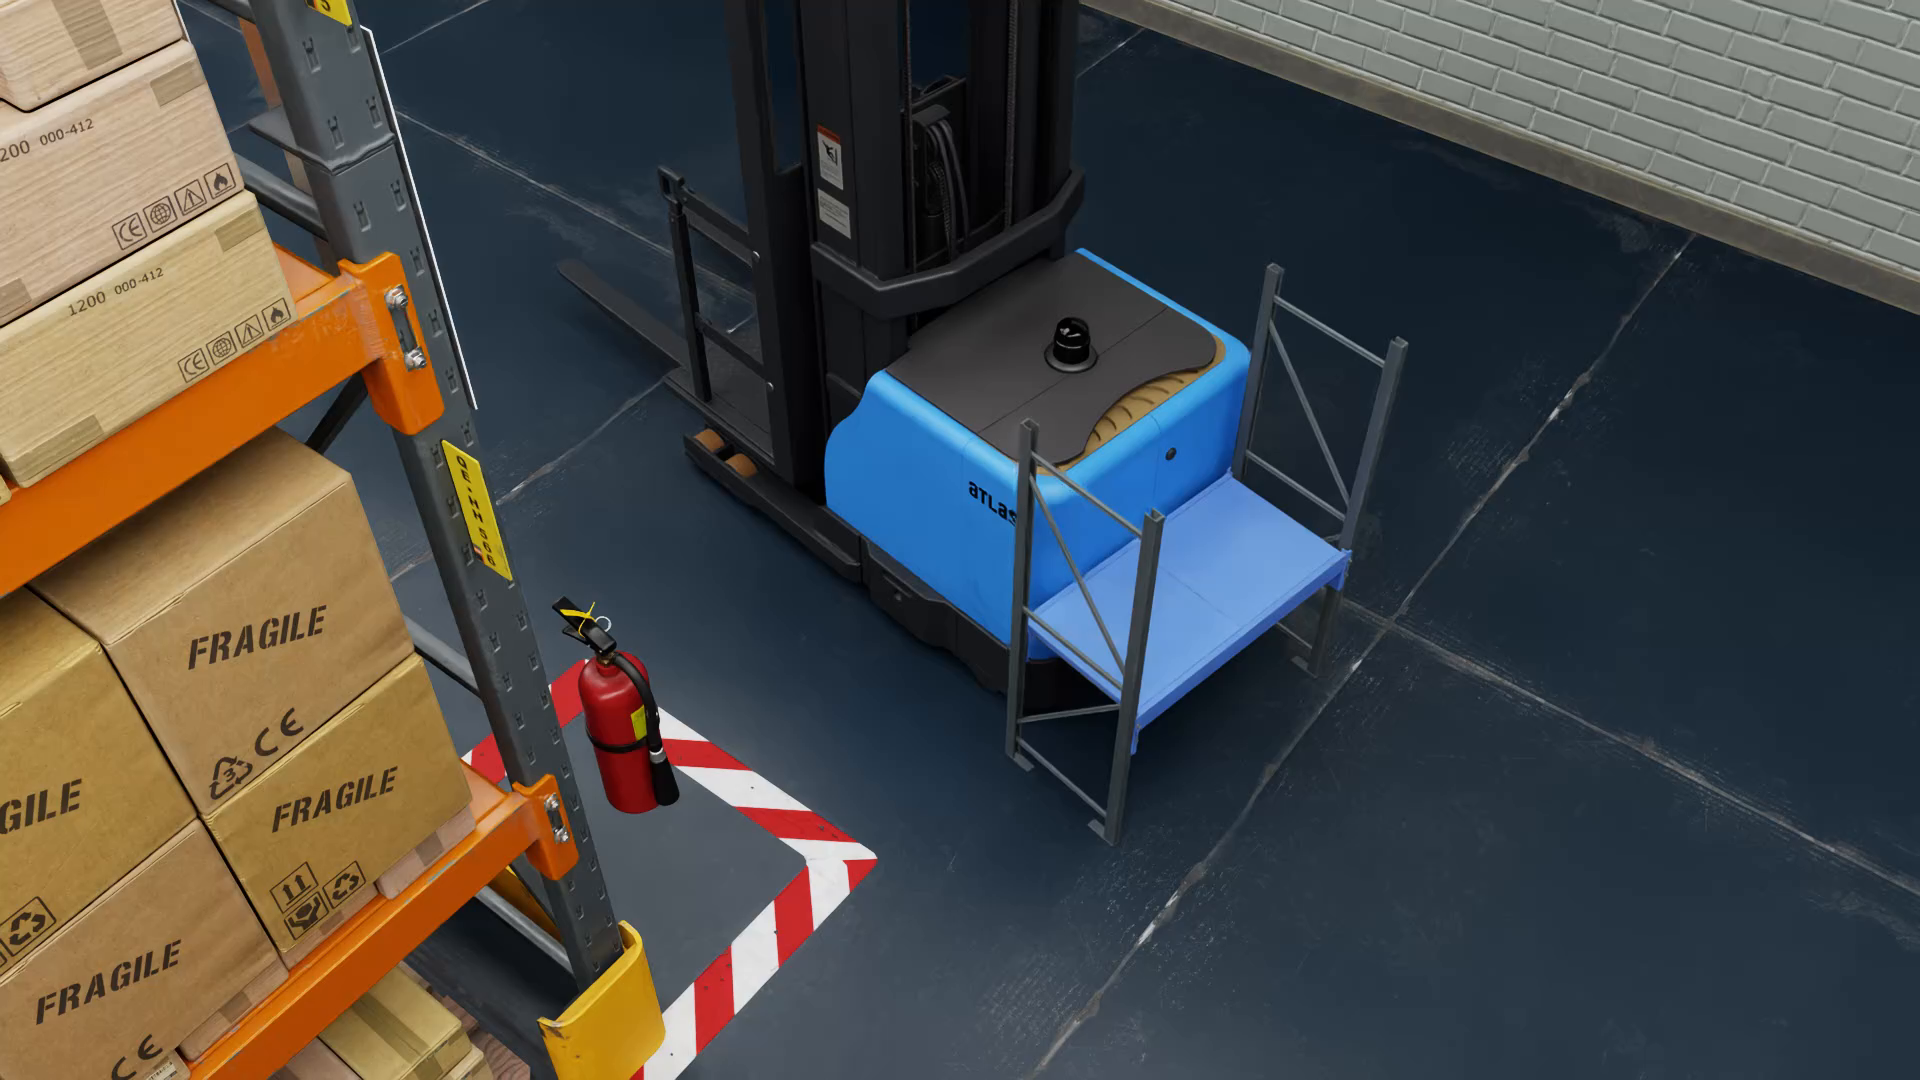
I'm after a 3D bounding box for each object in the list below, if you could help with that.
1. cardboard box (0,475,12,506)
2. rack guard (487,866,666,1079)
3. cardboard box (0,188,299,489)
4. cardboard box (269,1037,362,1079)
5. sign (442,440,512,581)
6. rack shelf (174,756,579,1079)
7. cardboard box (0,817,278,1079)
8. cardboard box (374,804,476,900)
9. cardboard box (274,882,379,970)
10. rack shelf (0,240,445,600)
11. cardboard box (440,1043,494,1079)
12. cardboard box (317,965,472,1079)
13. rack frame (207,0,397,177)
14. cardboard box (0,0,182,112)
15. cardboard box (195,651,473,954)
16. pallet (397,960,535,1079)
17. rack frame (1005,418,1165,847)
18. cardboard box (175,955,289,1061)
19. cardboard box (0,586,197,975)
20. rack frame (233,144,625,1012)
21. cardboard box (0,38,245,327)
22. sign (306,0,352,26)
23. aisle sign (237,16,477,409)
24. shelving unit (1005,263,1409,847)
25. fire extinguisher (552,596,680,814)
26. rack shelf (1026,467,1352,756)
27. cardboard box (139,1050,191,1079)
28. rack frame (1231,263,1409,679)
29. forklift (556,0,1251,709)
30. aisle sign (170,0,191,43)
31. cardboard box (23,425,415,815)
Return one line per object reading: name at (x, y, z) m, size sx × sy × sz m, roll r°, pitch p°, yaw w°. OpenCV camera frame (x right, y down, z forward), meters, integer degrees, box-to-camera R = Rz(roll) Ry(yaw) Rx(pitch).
cardboard box at (-1.732, -0.113, 2.313) m, size 0.500 × 0.250 × 0.500 m, roll 29°, pitch 53°, yaw 25°
rack guard at (-1.403, 1.106, 4.848) m, size 1.175 × 0.500 × 0.348 m, roll 29°, pitch 53°, yaw 25°
cardboard box at (-1.425, -0.408, 2.595) m, size 0.500 × 0.250 × 0.500 m, roll 28°, pitch 52°, yaw 24°
cardboard box at (-1.679, 1.367, 4.140) m, size 0.380 × 0.149 × 0.250 m, roll 30°, pitch 53°, yaw 26°
sign at (-0.930, -0.053, 3.207) m, size 0.100 × 0.325 × 0.005 m, roll 29°, pitch 53°, yaw 25°
rack shelf at (-2.579, 1.592, 3.152) m, size 1.077 × 0.370 × 4.000 m, roll 29°, pitch 53°, yaw 25°
cardboard box at (-1.747, 0.725, 3.208) m, size 0.500 × 0.500 × 0.500 m, roll 28°, pitch 53°, yaw 24°
cardboard box at (-1.332, 0.597, 3.779) m, size 0.380 × 0.149 × 0.250 m, roll 29°, pitch 53°, yaw 25°
cardboard box at (-1.514, 0.723, 3.658) m, size 0.380 × 0.149 × 0.250 m, roll 29°, pitch 53°, yaw 25°
rack shelf at (-2.579, 0.556, 2.068) m, size 1.077 × 0.370 × 4.000 m, roll 29°, pitch 53°, yaw 25°
cardboard box at (-1.453, 1.364, 4.348) m, size 0.380 × 0.149 × 0.250 m, roll 28°, pitch 52°, yaw 24°
cardboard box at (-1.480, 1.248, 4.253) m, size 0.380 × 0.149 × 0.250 m, roll 30°, pitch 53°, yaw 25°
rack frame at (-1.357, -1.873, 1.816) m, size 1.000 × 3.000 × 0.127 m, roll 29°, pitch 53°, yaw 25°
cardboard box at (-1.327, -0.775, 2.324) m, size 0.380 × 0.149 × 0.250 m, roll 29°, pitch 53°, yaw 25°
cardboard box at (-1.428, 0.433, 3.487) m, size 0.500 × 0.500 × 0.500 m, roll 30°, pitch 53°, yaw 26°
pallet at (-1.928, 1.655, 4.523) m, size 1.003 × 0.211 × 1.213 m, roll 29°, pitch 53°, yaw 25°
rack frame at (0.336, 0.325, 4.898) m, size 0.032 × 1.500 × 0.500 m, roll -34°, pitch 56°, yaw -28°
cardboard box at (-1.655, 0.873, 3.515) m, size 0.380 × 0.149 × 0.250 m, roll 29°, pitch 53°, yaw 25°
cardboard box at (-1.749, 0.378, 2.848) m, size 0.500 × 0.500 × 0.500 m, roll 27°, pitch 52°, yaw 24°
rack frame at (-1.357, 0.199, 3.985) m, size 1.000 × 3.000 × 0.127 m, roll 29°, pitch 53°, yaw 25°
cardboard box at (-1.437, -0.582, 2.415) m, size 0.500 × 0.250 × 0.500 m, roll 28°, pitch 52°, yaw 24°
sign at (-0.930, -0.886, 2.335) m, size 0.100 × 0.325 × 0.005 m, roll 29°, pitch 53°, yaw 25°
aisle sign at (-1.074, -0.608, 2.958) m, size 0.394 × 0.787 × 0.004 m, roll 29°, pitch 53°, yaw 25°
shelving unit at (0.711, 0.077, 5.135) m, size 1.048 × 1.500 × 0.538 m, roll -34°, pitch 56°, yaw -28°
fire extinguisher at (-0.837, 0.415, 4.091) m, size 0.296 × 0.674 × 0.183 m, roll 29°, pitch 53°, yaw 25°
rack shelf at (0.709, 0.200, 5.266) m, size 1.000 × 0.185 × 0.538 m, roll -34°, pitch 56°, yaw -28°
cardboard box at (-1.793, 1.030, 3.366) m, size 0.380 × 0.149 × 0.250 m, roll 31°, pitch 54°, yaw 26°
rack frame at (1.085, -0.171, 5.372) m, size 0.032 × 1.500 × 0.500 m, roll -34°, pitch 56°, yaw -28°
forklift at (-0.424, -1.411, 5.571) m, size 1.130 × 2.935 × 3.031 m, roll -35°, pitch 56°, yaw -29°
aisle sign at (-1.549, -0.873, 3.212) m, size 0.394 × 0.787 × 0.004 m, roll 29°, pitch 53°, yaw 25°
cardboard box at (-1.440, 0.088, 3.125) m, size 0.500 × 0.500 × 0.500 m, roll 28°, pitch 52°, yaw 24°
